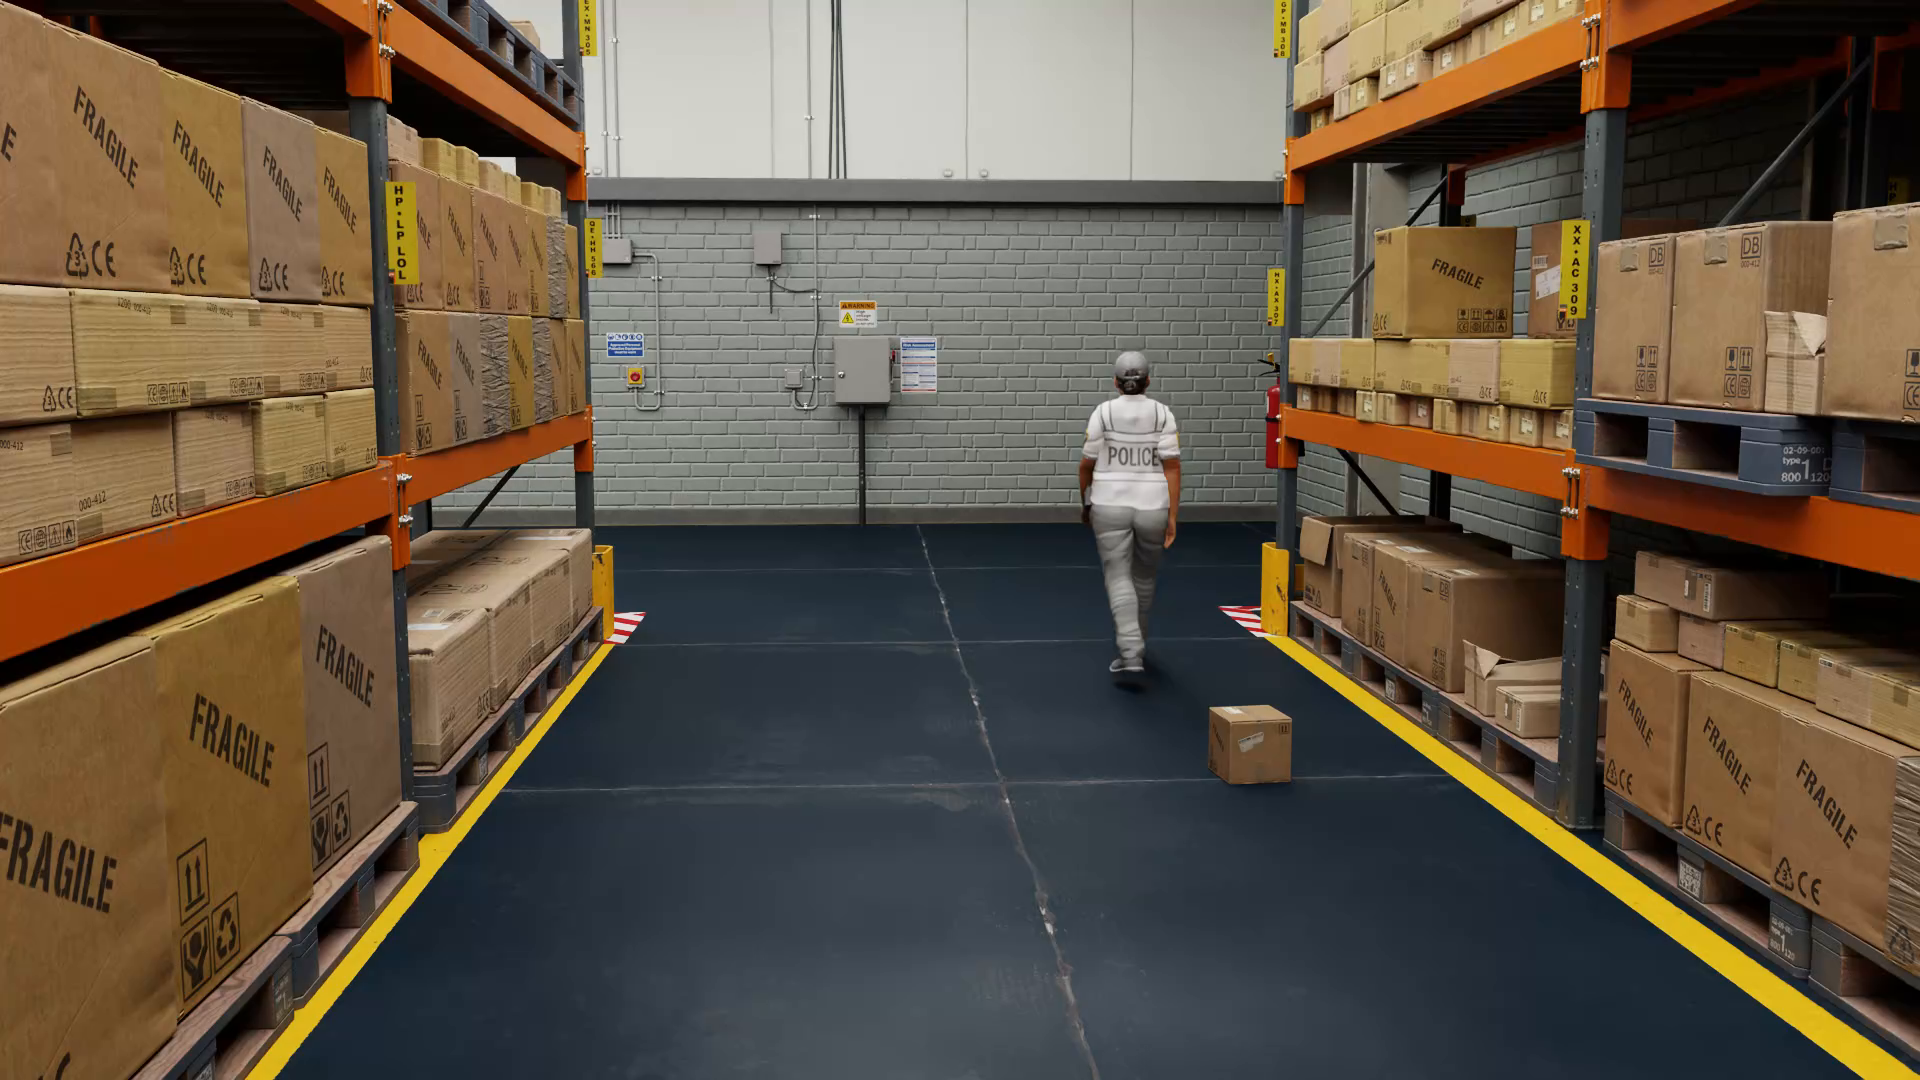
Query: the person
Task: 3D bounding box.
[{"bbox_3d":[0.845,-0.158,8.458,0.490,1.600,1.027,-1,7,-7],"label":"person"}]
